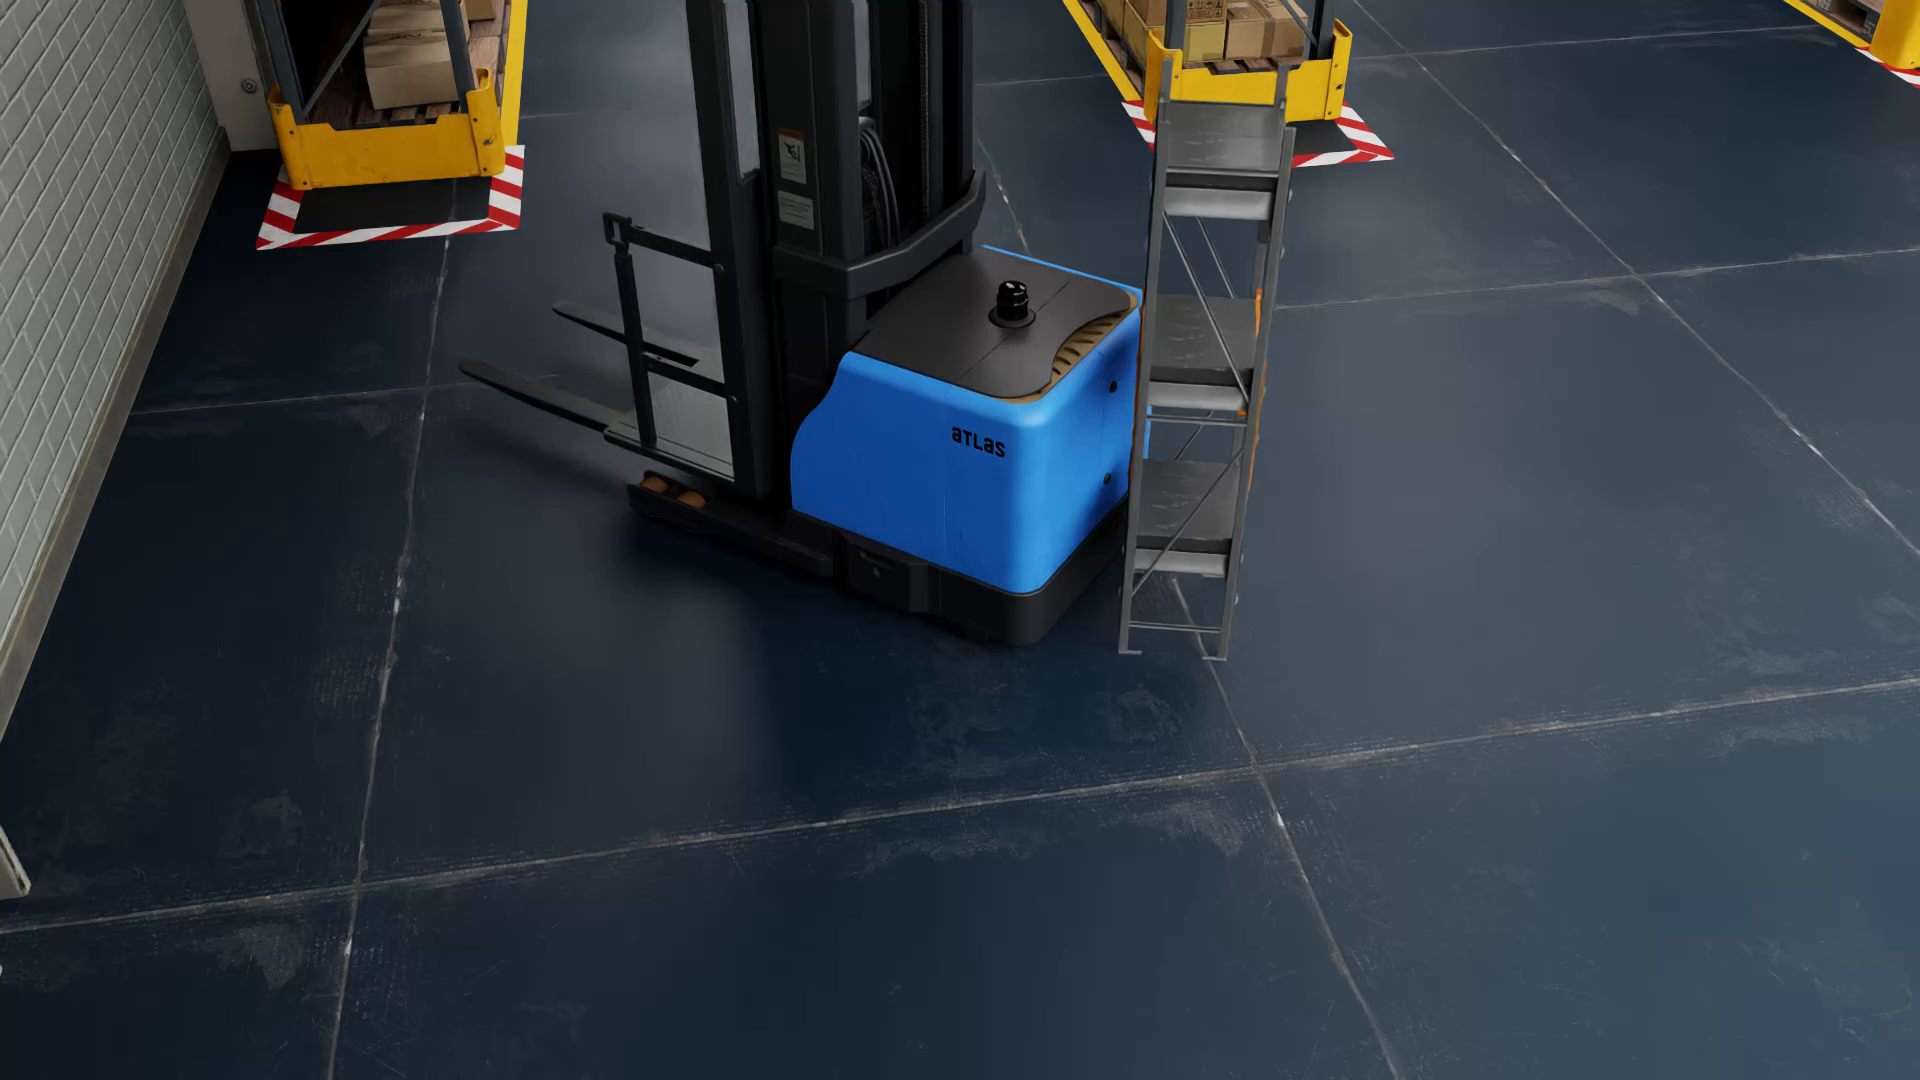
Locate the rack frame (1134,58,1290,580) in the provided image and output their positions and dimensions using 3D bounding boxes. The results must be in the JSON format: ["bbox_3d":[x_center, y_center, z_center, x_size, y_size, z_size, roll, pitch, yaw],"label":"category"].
[{"bbox_3d":[0.845,-0.691,5.928,0.400,2.100,0.015,4,38,5],"label":"rack frame"}]

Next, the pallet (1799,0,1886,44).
[{"bbox_3d":[6.383,-3.741,11.394,1.003,0.211,1.213,-6,38,-8],"label":"pallet"}]

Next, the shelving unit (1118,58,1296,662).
[{"bbox_3d":[0.817,-0.543,5.737,0.431,2.100,0.503,4,38,5],"label":"shelving unit"}]

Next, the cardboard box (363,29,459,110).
[{"bbox_3d":[-3.207,-2.785,9.722,0.500,0.311,0.500,-10,39,-13],"label":"cardboard box"}]

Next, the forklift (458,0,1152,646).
[{"bbox_3d":[-0.766,-1.444,6.220,3.031,2.935,1.130,20,42,24],"label":"forklift"}]

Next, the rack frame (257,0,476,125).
[{"bbox_3d":[-3.174,-3.245,8.482,1.000,3.000,0.127,-6,38,-8],"label":"rack frame"}]

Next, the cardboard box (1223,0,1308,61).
[{"bbox_3d":[1.827,-3.208,10.333,0.500,0.250,0.500,-6,38,-8],"label":"cardboard box"}]

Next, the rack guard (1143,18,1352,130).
[{"bbox_3d":[1.706,-2.778,9.919,1.175,0.500,0.348,-6,38,-8],"label":"rack guard"}]

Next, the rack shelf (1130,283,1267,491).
[{"bbox_3d":[0.817,-0.532,5.745,0.431,0.518,0.480,4,38,5],"label":"rack shelf"}]

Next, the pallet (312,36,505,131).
[{"bbox_3d":[-3.295,-2.684,10.033,1.003,0.211,1.213,-6,38,-8],"label":"pallet"}]

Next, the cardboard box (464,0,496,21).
[{"bbox_3d":[-3.386,-3.652,10.685,0.700,0.500,0.500,-9,39,-11],"label":"cardboard box"}]

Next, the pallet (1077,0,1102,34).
[{"bbox_3d":[1.316,-3.872,11.561,1.003,0.211,1.213,-6,38,-8],"label":"pallet"}]

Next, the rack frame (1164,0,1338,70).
[{"bbox_3d":[1.702,-3.780,9.171,1.000,3.000,0.127,-6,38,-8],"label":"rack frame"}]

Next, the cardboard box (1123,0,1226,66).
[{"bbox_3d":[1.317,-3.152,10.261,0.500,0.250,0.500,-6,38,-8],"label":"cardboard box"}]

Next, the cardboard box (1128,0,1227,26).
[{"bbox_3d":[1.315,-3.448,10.031,0.500,0.500,0.500,-6,38,-8],"label":"cardboard box"}]

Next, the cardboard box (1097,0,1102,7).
[{"bbox_3d":[1.128,-3.755,11.037,0.500,0.250,0.500,-6,38,-8],"label":"cardboard box"}]

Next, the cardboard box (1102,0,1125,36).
[{"bbox_3d":[1.218,-3.453,10.648,0.500,0.250,0.500,-6,38,-8],"label":"cardboard box"}]

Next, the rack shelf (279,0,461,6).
[{"bbox_3d":[-3.525,-4.169,10.258,1.077,0.370,4.000,-6,38,-8],"label":"rack shelf"}]

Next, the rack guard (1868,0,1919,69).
[{"bbox_3d":[6.520,-3.364,10.673,1.175,0.500,0.348,-6,38,-8],"label":"rack guard"}]

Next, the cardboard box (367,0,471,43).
[{"bbox_3d":[-3.307,-3.129,10.165,0.500,0.311,0.500,-3,38,-4],"label":"cardboard box"}]

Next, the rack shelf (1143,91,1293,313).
[{"bbox_3d":[0.817,-1.085,5.316,0.431,0.518,0.480,4,38,5],"label":"rack shelf"}]

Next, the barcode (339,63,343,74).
[{"bbox_3d":[-3.604,-2.756,9.678,0.001,0.075,0.075,-6,38,-8],"label":"barcode"}]

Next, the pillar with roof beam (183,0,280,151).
[{"bbox_3d":[0.090,-6.407,7.662,9.100,9.000,0.400,-6,38,-8],"label":"pillar with roof beam"}]

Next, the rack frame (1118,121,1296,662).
[{"bbox_3d":[0.788,-0.394,5.546,0.400,2.100,0.015,4,38,5],"label":"rack frame"}]

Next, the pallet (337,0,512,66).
[{"bbox_3d":[-3.506,-3.420,10.980,1.003,0.211,1.213,-6,38,-8],"label":"pallet"}]

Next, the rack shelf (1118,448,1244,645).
[{"bbox_3d":[0.817,0.021,6.175,0.431,0.518,0.480,4,38,5],"label":"rack shelf"}]

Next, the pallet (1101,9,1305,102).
[{"bbox_3d":[1.527,-3.136,10.615,1.003,0.211,1.213,-6,38,-8],"label":"pallet"}]

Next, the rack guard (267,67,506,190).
[{"bbox_3d":[-3.187,-2.304,9.308,1.175,0.500,0.348,-6,38,-8],"label":"rack guard"}]
